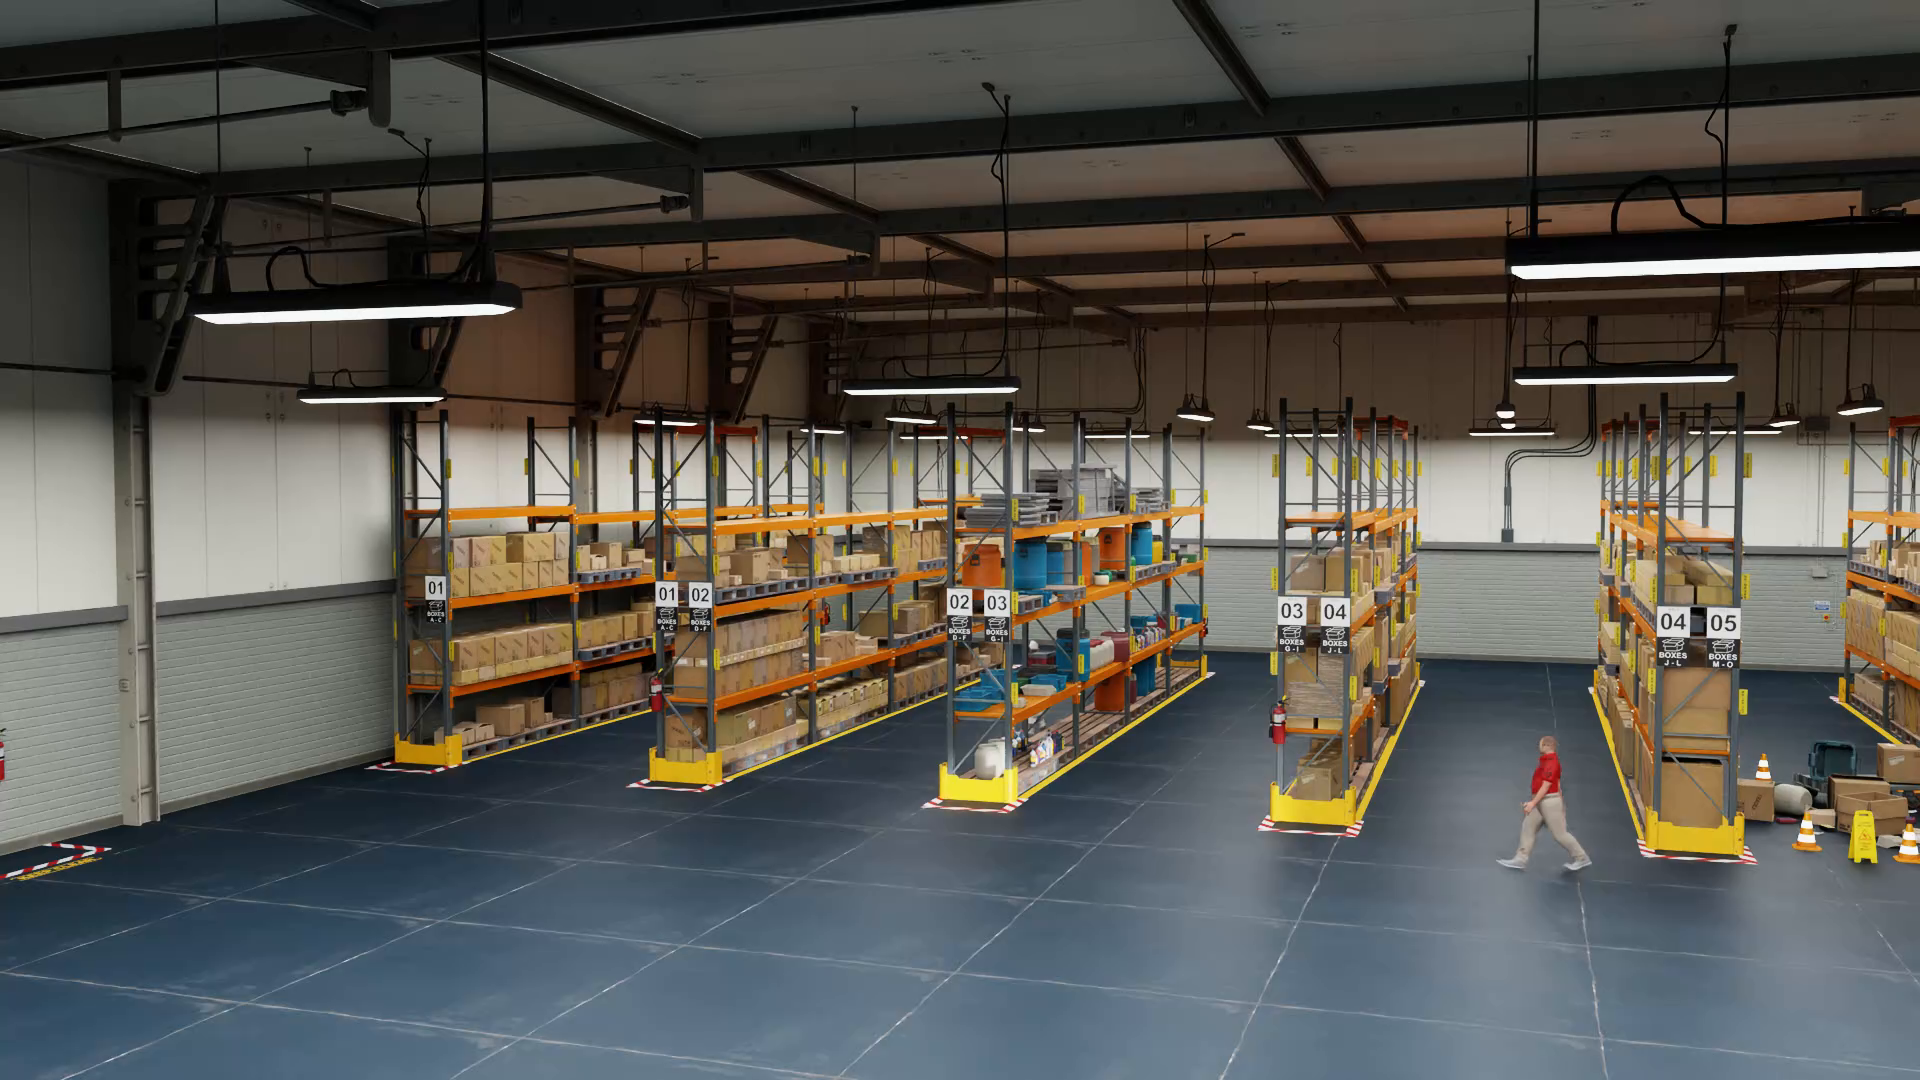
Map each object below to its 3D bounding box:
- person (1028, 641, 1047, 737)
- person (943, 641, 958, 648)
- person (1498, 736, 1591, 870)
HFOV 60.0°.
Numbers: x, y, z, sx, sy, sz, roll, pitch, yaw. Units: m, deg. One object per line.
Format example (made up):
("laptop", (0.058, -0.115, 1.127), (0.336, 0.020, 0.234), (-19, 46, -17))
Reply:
("person", (1.379, 2.772, 31.041), (0.443, 1.793, 0.628), (1, 3, 25))
("person", (-0.188, 2.225, 45.648), (0.464, 1.626, 0.513), (-2, 3, -33))
("person", (7.252, 3.271, 20.598), (1.026, 1.687, 0.489), (0, 2, -2))
